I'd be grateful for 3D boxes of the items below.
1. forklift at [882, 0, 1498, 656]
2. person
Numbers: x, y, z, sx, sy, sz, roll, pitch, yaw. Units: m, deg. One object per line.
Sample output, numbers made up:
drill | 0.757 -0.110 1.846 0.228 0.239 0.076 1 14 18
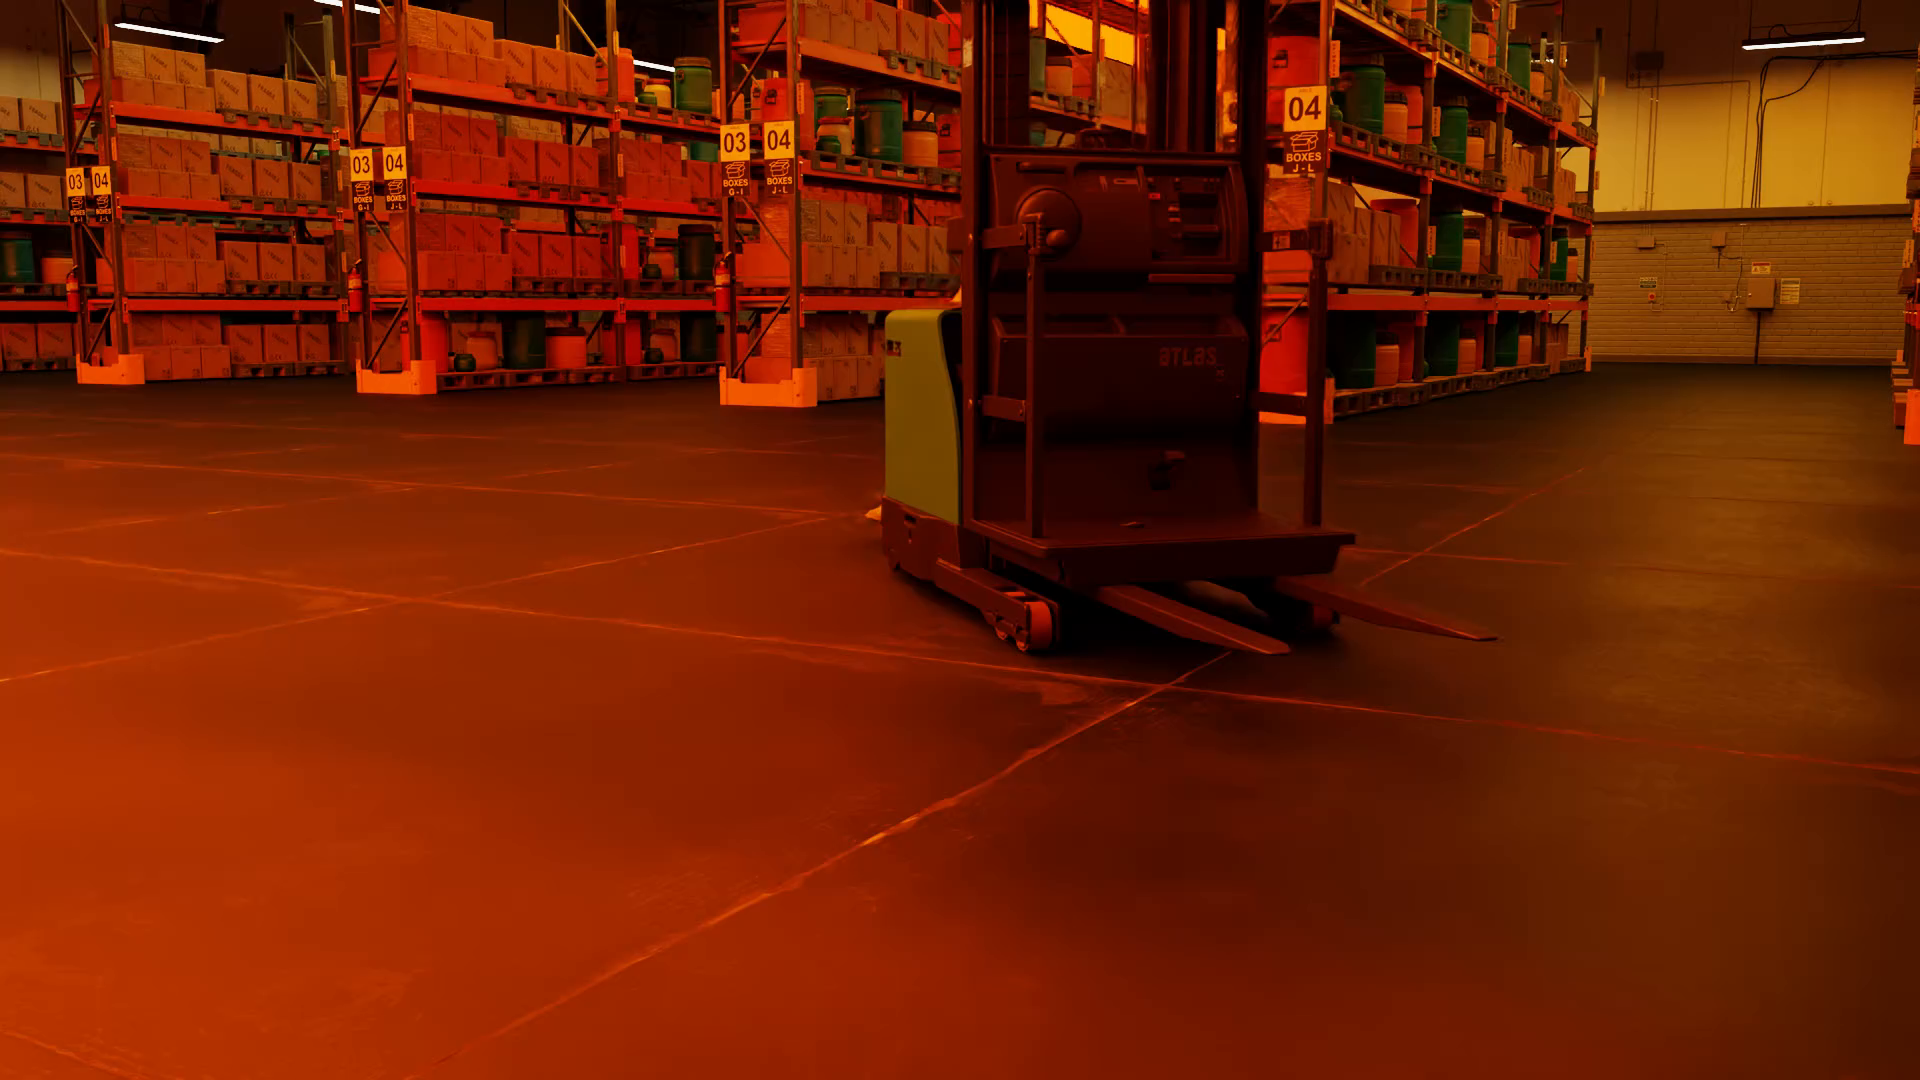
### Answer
forklift | 0.620 -1.159 5.490 1.130 2.935 3.031 -3 8 -18
person | 0.184 -0.746 7.740 1.308 1.530 0.931 -5 9 -32
